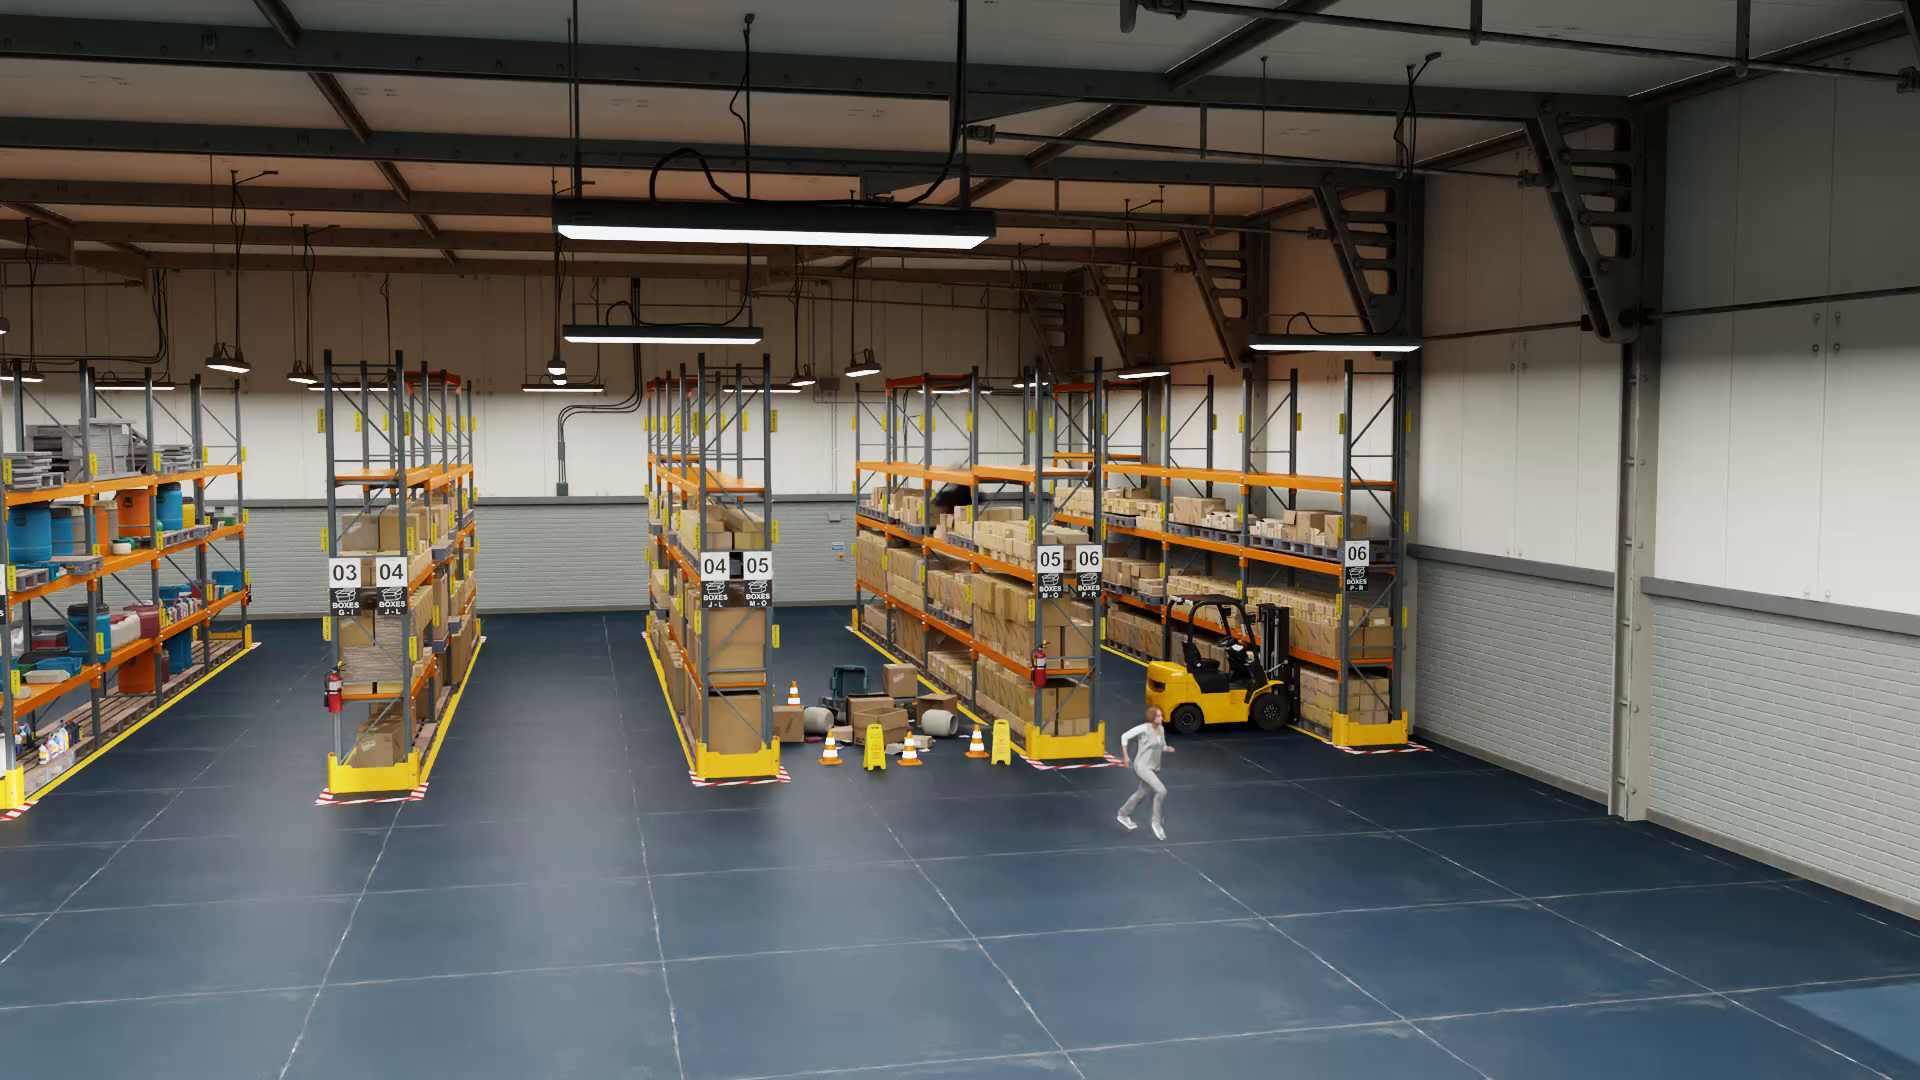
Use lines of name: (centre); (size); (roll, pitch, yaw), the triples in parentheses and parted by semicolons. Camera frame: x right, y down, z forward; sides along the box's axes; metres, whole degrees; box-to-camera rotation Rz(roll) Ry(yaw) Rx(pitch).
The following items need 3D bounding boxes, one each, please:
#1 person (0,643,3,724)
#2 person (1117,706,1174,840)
person: (-15.689, 2.260, 26.895); (0.689, 1.767, 0.852); (-1, 4, -8)
person: (2.248, 2.805, 20.177); (0.790, 1.615, 0.555); (3, 5, 41)
